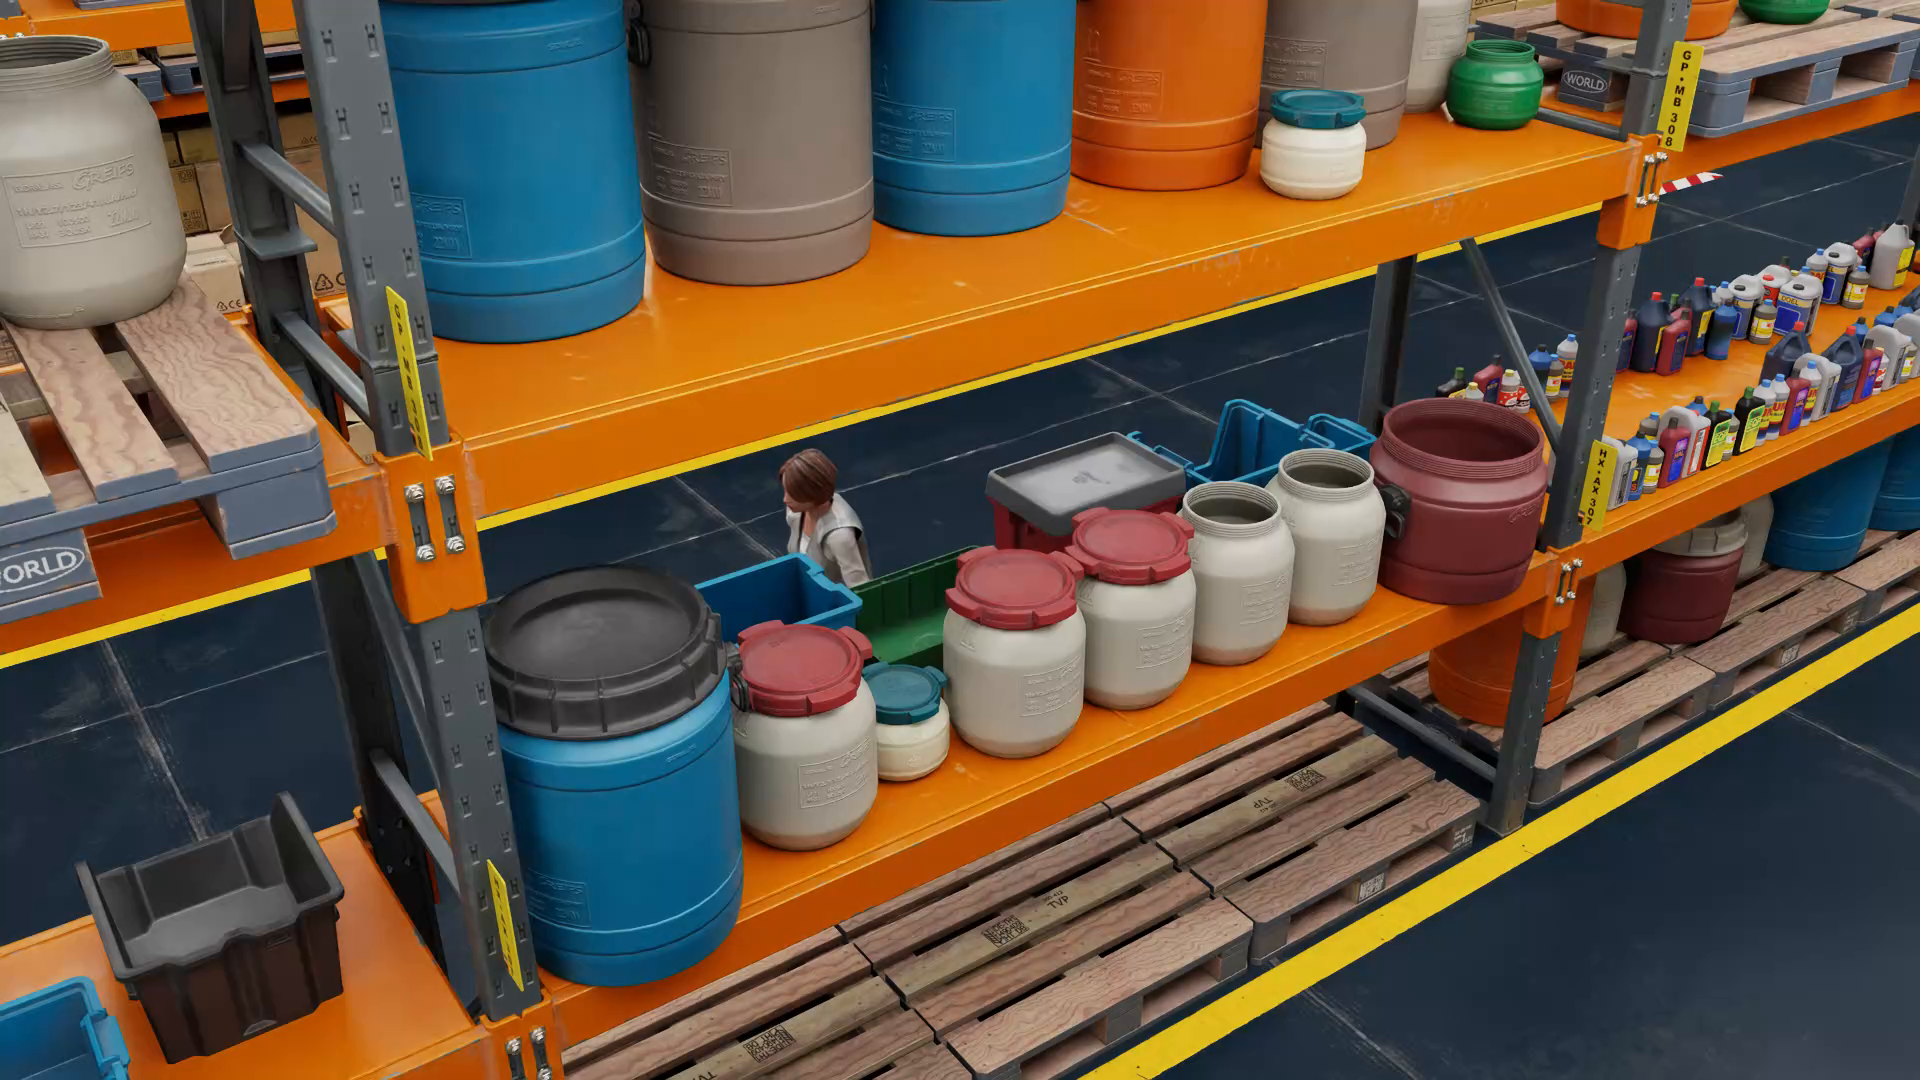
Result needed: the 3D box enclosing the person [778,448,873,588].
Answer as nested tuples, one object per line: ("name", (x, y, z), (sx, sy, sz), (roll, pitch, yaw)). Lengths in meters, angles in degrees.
("person", (-0.520, 0.350, 6.506), (0.350, 1.592, 0.472), (-20, 35, -31))
